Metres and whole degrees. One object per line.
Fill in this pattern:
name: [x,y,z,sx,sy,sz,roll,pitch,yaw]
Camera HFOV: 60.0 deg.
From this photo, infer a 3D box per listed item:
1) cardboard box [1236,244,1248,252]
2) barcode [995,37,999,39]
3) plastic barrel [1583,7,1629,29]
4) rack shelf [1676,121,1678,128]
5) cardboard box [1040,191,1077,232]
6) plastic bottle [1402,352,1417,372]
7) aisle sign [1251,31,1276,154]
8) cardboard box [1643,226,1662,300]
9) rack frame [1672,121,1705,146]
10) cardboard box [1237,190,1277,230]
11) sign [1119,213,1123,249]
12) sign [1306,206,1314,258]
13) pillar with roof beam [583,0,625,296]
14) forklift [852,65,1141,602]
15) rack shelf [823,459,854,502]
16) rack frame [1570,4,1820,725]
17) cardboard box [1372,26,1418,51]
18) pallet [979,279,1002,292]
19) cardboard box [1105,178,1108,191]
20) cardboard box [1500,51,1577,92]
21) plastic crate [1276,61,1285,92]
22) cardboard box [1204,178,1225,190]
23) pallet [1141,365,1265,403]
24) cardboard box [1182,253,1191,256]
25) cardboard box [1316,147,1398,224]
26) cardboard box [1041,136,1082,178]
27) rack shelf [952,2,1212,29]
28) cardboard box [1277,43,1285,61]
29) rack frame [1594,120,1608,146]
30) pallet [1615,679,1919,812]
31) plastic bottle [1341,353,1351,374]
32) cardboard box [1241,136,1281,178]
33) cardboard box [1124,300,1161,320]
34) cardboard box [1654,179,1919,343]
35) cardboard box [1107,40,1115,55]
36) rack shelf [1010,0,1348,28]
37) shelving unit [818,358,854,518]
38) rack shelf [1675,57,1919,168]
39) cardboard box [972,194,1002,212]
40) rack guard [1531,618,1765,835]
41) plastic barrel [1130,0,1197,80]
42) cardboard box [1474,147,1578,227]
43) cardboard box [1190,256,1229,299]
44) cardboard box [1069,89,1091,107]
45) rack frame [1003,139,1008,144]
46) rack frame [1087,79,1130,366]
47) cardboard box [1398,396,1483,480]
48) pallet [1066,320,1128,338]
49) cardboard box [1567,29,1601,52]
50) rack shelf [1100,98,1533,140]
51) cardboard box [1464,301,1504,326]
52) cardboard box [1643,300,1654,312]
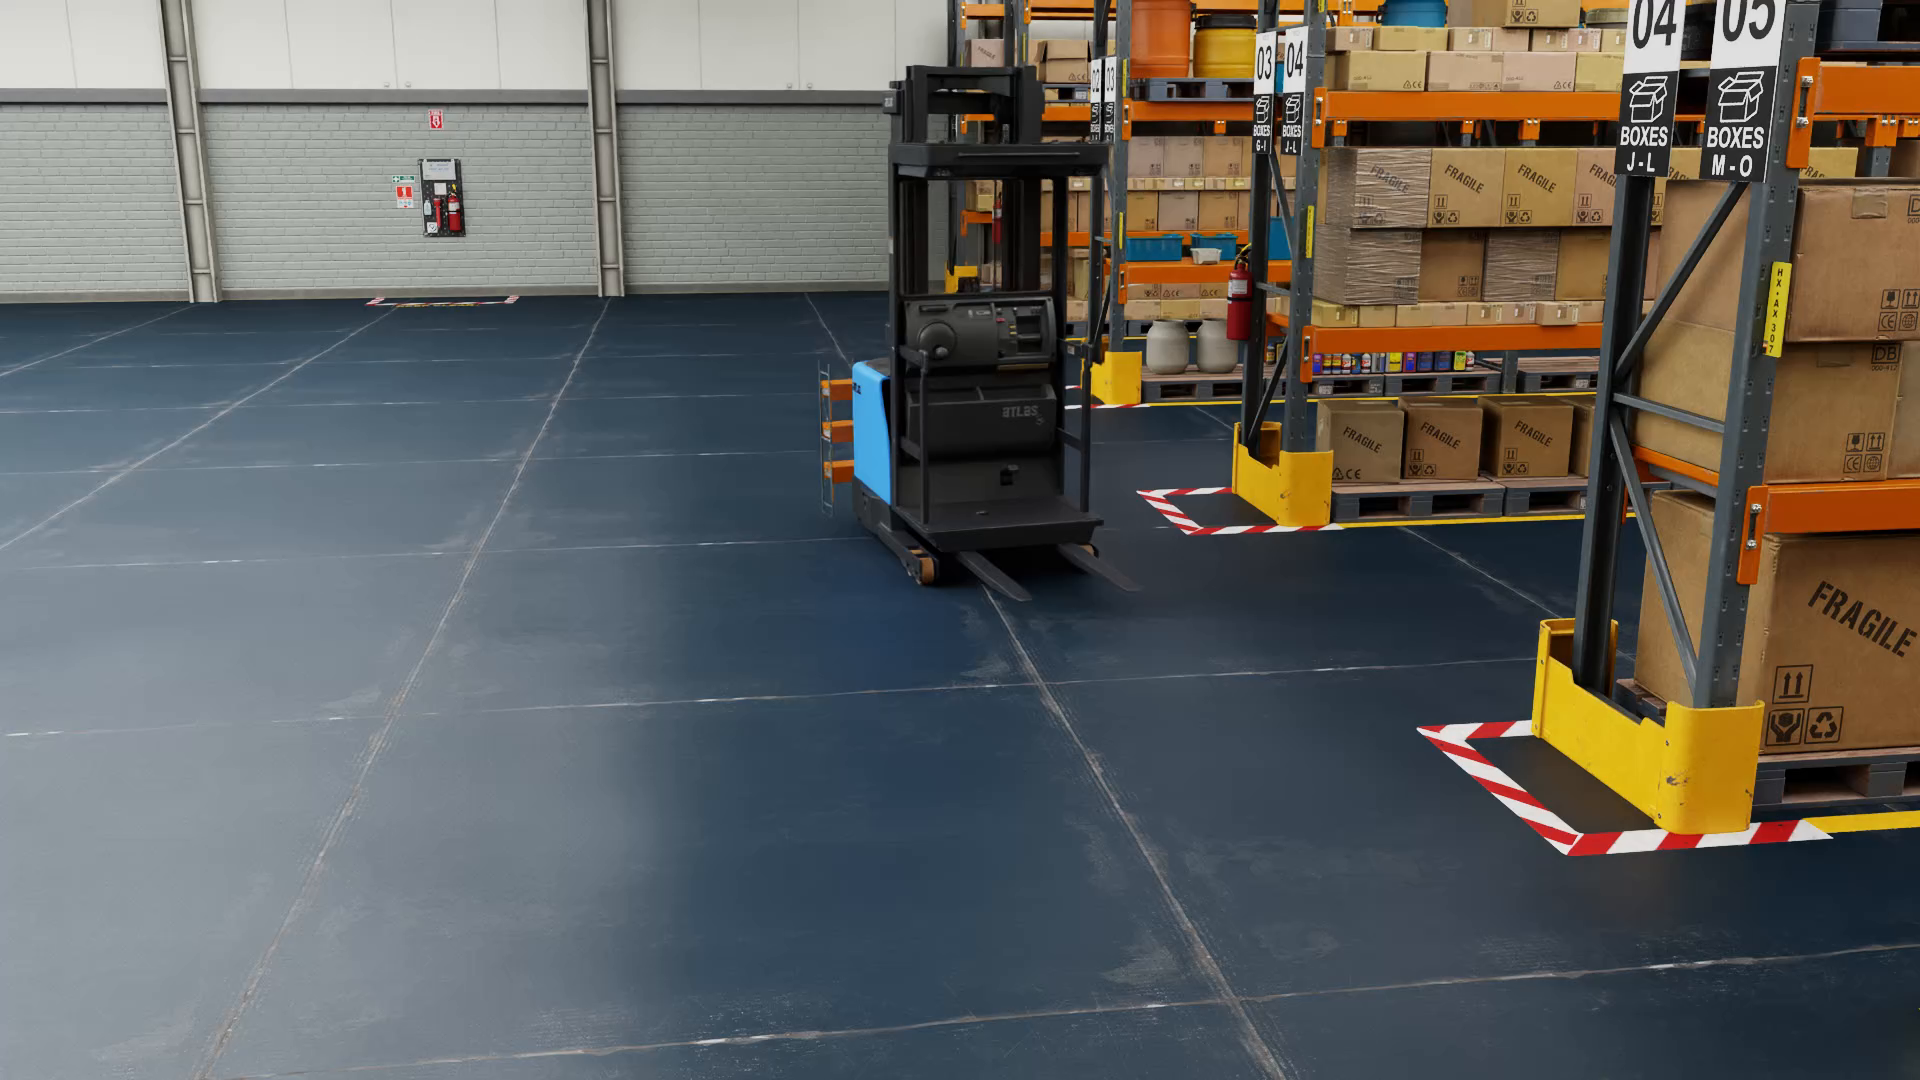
cardboard box: [4.622,-4.433,26.468,0.500,0.500,0.700,-2,14,-6]
barcode: [0.569,-7.682,25.527,0.075,0.075,0.001,-2,14,-8]
plastic barrel: [6.490,-4.811,16.543,0.600,0.901,0.600,0,14,0]
rack shelf: [13.785,-6.870,27.263,4.000,0.370,1.077,-2,14,-8]
cardboard box: [1.146,-4.128,20.809,0.500,0.500,0.700,-2,14,-8]
plastic bottle: [4.434,-1.799,16.409,0.133,0.283,0.061,-1,14,-5]
aisle sign: [2.049,-3.013,11.227,0.004,0.787,0.394,-2,14,-8]
cardboard box: [4.677,-1.967,11.581,0.500,0.500,0.875,-2,14,-8]
rack frame: [11.807,-5.692,27.251,0.127,3.000,1.000,-2,14,-8]
cardboard box: [3.680,-4.221,21.179,0.500,0.500,0.700,-2,14,-9]
sign: [1.495,-2.876,15.453,0.005,0.325,0.100,-2,14,-8]
sign: [2.236,-1.972,10.638,0.005,0.325,0.100,-2,14,-8]
pillar with roof beam: [-4.787,-7.147,20.722,0.400,9.000,9.100,-2,14,-8]
forklift: [0.190,-1.266,9.746,1.130,2.935,3.031,-4,15,-17]
rack shelf: [-0.796,-0.415,11.400,0.240,0.259,0.215,-7,15,-24]
rack frame: [2.794,-0.486,6.492,0.127,3.000,1.000,-2,14,-8]
cardboard box: [2.733,-3.199,10.632,0.250,0.149,0.380,-2,14,-7]
pallet: [0.825,-3.928,25.951,1.213,0.211,1.003,-2,14,-8]
cardboard box: [1.860,-4.419,20.635,0.250,0.149,0.380,-2,14,-9]
cardboard box: [3.669,-3.057,10.887,0.500,0.250,0.500,-2,14,-9]
plastic crate: [3.258,-4.463,16.216,0.575,0.384,0.392,-2,14,-8]
cardboard box: [3.146,-4.467,20.826,0.250,0.149,0.380,-2,14,-7]
pallet: [2.289,-1.564,16.522,1.213,0.211,1.003,-2,14,-8]
cardboard box: [3.144,-3.466,21.625,0.500,0.500,0.500,-2,14,-8]
cardboard box: [2.662,-2.440,11.411,0.500,0.500,0.500,-2,14,-8]
cardboard box: [1.199,-4.759,20.659,0.500,0.500,0.700,-2,14,-8]
rack shelf: [1.919,-7.889,25.164,4.000,0.370,1.077,-2,14,-8]
cardboard box: [4.101,-6.031,21.079,0.500,0.500,0.500,-1,14,-4]
rack frame: [8.594,-4.355,21.922,0.127,3.000,1.000,-2,14,-8]
pallet: [3.573,0.819,7.022,1.213,0.211,1.003,-2,14,-8]
plastic bottle: [3.792,-1.740,16.343,0.097,0.201,0.097,0,14,0]
cardboard box: [3.701,-4.852,21.030,0.500,0.500,0.700,-2,14,-8]
cardboard box: [2.235,-2.938,21.061,0.500,0.250,0.500,-2,14,-8]
cardboard box: [3.167,-1.086,6.359,0.550,0.550,0.875,-2,14,-8]
cardboard box: [2.386,-7.273,25.087,0.500,0.500,0.500,-3,14,-10]
rack shelf: [2.661,-6.505,20.462,4.000,0.370,1.077,-2,14,-8]
shelving unit: [-0.798,-0.696,11.332,0.252,1.050,0.215,-7,15,-24]
rack shelf: [4.772,-1.664,6.504,4.000,0.370,1.077,-2,14,-8]
cardboard box: [0.471,-5.135,25.299,0.500,0.250,0.500,-3,14,-10]
rack guard: [2.770,0.728,6.793,0.348,0.500,1.175,-2,14,-8]
plastic barrel: [1.879,-4.789,15.739,0.708,0.830,0.600,-2,14,-8]
cardboard box: [3.729,-2.349,11.051,0.500,0.500,0.500,-2,14,-8]
cardboard box: [3.222,-3.340,21.123,0.500,0.500,0.500,-2,14,-8]
cardboard box: [1.885,-6.777,25.166,0.500,0.500,0.500,-1,14,-5]
rack frame: [0.683,-4.065,20.766,0.127,3.000,1.000,-2,14,-8]
rack frame: [1.417,-2.874,16.015,0.127,3.000,1.000,-2,14,-8]
cardboard box: [3.361,-0.722,11.711,0.500,0.500,0.500,2,14,6]
pallet: [1.433,-2.751,21.256,1.213,0.211,1.003,-2,14,-8]
cardboard box: [3.993,-3.272,10.923,0.250,0.149,0.380,-2,14,-9]
rack shelf: [3.395,-4.052,16.026,4.000,0.370,1.077,-2,14,-8]
cardboard box: [3.464,-1.545,11.232,0.250,0.149,0.380,-2,14,-8]
cardboard box: [4.698,-1.594,11.427,0.250,0.149,0.380,-2,14,-8]
